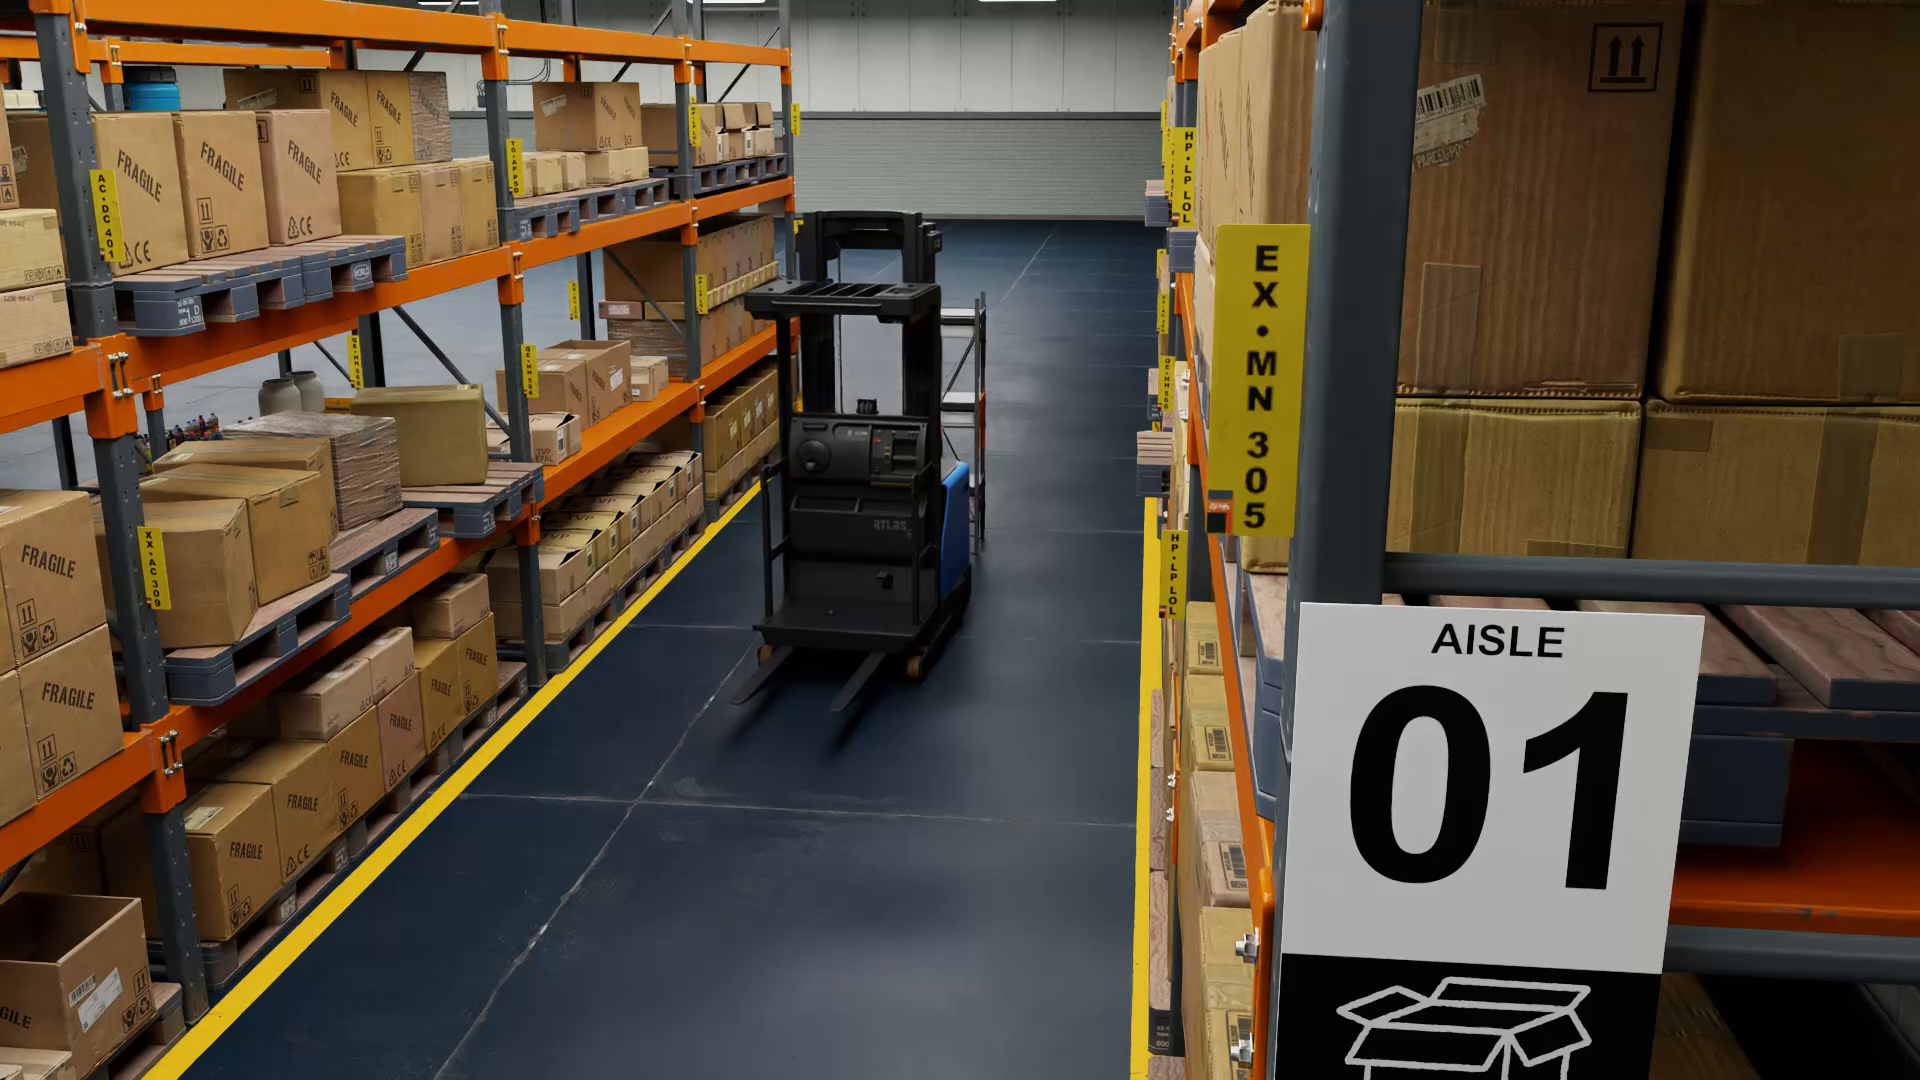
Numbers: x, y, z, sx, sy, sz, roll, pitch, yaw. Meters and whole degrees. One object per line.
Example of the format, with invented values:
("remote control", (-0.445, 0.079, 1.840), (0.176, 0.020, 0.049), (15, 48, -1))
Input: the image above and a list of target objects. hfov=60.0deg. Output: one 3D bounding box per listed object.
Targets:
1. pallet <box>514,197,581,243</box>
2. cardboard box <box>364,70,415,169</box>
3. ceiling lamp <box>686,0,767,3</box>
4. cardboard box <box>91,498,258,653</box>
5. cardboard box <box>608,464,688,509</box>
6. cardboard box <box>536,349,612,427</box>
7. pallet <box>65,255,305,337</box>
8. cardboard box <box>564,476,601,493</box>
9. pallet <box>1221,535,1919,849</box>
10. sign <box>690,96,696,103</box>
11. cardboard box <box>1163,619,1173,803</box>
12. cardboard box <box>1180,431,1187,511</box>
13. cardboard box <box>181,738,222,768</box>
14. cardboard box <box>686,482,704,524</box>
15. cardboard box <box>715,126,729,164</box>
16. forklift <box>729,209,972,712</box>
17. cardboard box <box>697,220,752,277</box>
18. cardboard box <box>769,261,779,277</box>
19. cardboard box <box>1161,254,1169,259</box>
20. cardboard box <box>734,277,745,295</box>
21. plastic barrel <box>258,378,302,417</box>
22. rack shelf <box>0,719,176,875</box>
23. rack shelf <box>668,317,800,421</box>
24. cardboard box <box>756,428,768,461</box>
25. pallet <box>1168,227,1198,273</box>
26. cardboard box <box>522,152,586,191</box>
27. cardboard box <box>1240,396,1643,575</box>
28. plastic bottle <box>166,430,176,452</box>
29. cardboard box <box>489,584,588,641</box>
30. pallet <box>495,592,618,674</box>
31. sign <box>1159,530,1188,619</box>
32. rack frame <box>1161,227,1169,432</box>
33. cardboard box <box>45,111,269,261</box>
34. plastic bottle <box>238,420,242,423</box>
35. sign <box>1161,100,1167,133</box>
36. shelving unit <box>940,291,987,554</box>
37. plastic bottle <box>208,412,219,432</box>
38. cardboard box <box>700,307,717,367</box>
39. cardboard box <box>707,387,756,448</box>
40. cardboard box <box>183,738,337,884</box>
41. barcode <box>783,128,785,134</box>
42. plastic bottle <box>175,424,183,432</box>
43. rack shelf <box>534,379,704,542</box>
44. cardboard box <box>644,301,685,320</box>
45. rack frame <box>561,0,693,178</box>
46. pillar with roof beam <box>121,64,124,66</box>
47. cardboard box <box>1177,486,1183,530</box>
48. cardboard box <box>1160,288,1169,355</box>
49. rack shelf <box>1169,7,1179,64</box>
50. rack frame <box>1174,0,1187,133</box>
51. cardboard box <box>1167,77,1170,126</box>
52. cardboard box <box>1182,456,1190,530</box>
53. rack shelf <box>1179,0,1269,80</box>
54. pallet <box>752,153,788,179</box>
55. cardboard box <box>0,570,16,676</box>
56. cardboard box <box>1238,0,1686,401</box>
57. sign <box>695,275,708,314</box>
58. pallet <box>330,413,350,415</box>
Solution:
("pallet", (-3.184, -2.060, 10.650), (1.213, 0.211, 1.003), (2, 15, 9))
("cardboard box", (-3.285, -2.259, 8.914), (0.500, 0.500, 0.500), (2, 15, 6))
("ceiling lamp", (-5.839, -15.102, 41.592), (2.000, 3.185, 0.800), (2, 15, 6))
("cardboard box", (-3.347, 0.145, 6.882), (0.700, 0.500, 0.500), (-3, 16, -13))
("cardboard box", (-2.533, -0.460, 13.505), (0.500, 0.311, 0.500), (2, 15, 8))
("cardboard box", (-2.939, -1.145, 12.459), (0.500, 0.500, 0.500), (2, 15, 6))
("pallet", (-3.480, -1.012, 6.771), (1.213, 0.211, 1.003), (2, 15, 6))
("cardboard box", (-3.133, -0.345, 13.079), (0.500, 0.311, 0.500), (1, 15, 4))
("pallet", (0.922, 0.097, 2.480), (1.003, 0.211, 1.213), (2, 15, 6))
("sign", (-2.820, -4.526, 17.580), (0.100, 0.325, 0.005), (2, 15, 6))
("cardboard box", (1.432, 0.869, 8.516), (0.750, 0.750, 0.750), (2, 15, 6))
("cardboard box", (1.223, -0.299, 7.286), (0.500, 0.250, 0.500), (2, 15, 7))
("cardboard box", (-3.788, 1.243, 7.766), (0.500, 0.500, 0.500), (2, 15, 6))
("cardboard box", (-2.479, -0.322, 14.068), (0.500, 0.250, 0.500), (2, 15, 6))
("cardboard box", (-2.340, -3.500, 14.712), (0.500, 0.311, 0.500), (1, 15, 3))
("forklift", (-0.718, -0.611, 10.805), (1.130, 2.935, 3.031), (3, 15, 11))
("cardboard box", (-2.450, -2.872, 16.362), (0.700, 0.500, 0.500), (2, 15, 6))
("cardboard box", (-2.123, -2.856, 17.545), (0.380, 0.149, 0.250), (1, 15, 5))
("cardboard box", (2.301, -2.639, 16.988), (0.500, 0.500, 0.500), (2, 15, 6))
("cardboard box", (-2.295, -2.454, 16.057), (0.380, 0.149, 0.250), (1, 15, 5))
("plastic barrel", (-7.245, -1.445, 17.722), (0.421, 0.512, 0.421), (0, 15, 0))
("rack shelf", (-3.848, 1.379, 4.695), (1.077, 0.370, 4.000), (2, 15, 6))
("rack shelf", (-2.494, -1.734, 16.205), (1.077, 0.370, 4.000), (2, 15, 6))
("cardboard box", (-2.193, -0.938, 16.347), (0.500, 0.250, 0.500), (2, 15, 6))
("pallet", (1.731, -1.568, 8.830), (1.213, 0.211, 1.003), (2, 15, 9))
("cardboard box", (-2.997, -2.646, 11.939), (0.500, 0.250, 0.500), (0, 15, 2))
("cardboard box", (0.667, -0.129, 2.439), (0.500, 0.250, 0.500), (2, 15, 8))
("plastic bottle", (-7.692, -0.923, 16.190), (0.061, 0.283, 0.133), (2, 15, 6))
("cardboard box", (-2.821, 0.473, 11.131), (0.500, 0.250, 0.500), (2, 15, 6))
("pallet", (-3.040, 0.609, 11.506), (1.003, 0.211, 1.213), (2, 15, 6))
("sign", (0.759, 0.123, 5.893), (0.100, 0.325, 0.005), (2, 15, 6))
("rack frame", (2.654, -2.455, 17.494), (1.000, 3.000, 0.127), (2, 15, 6))
("cardboard box", (-3.440, -1.537, 7.166), (0.600, 0.600, 0.600), (2, 15, 6))
("plastic bottle", (-7.069, -0.999, 16.342), (0.144, 0.351, 0.185), (2, 15, 6))
("sign", (2.115, -4.341, 17.047), (0.100, 0.325, 0.005), (2, 15, 6))
("shelving unit", (-0.019, -0.971, 13.729), (0.431, 2.100, 0.503), (2, 15, 6))
("plastic bottle", (-7.704, -1.181, 17.167), (0.097, 0.271, 0.097), (0, 15, 0))
("cardboard box", (-2.623, -1.863, 15.113), (0.700, 0.500, 0.500), (2, 15, 6))
("cardboard box", (-2.244, -1.170, 15.769), (0.500, 0.500, 0.500), (2, 15, 6))
("cardboard box", (-3.277, 1.250, 7.739), (0.500, 0.500, 0.500), (2, 15, 7))
("barcode", (-1.824, -4.235, 17.220), (0.001, 0.075, 0.075), (2, 15, 6))
("plastic bottle", (-7.777, -1.013, 16.547), (0.097, 0.271, 0.097), (0, 15, 0))
("rack shelf", (-2.946, -0.696, 12.369), (1.077, 0.370, 4.000), (2, 15, 6))
("cardboard box", (-2.497, -1.988, 14.332), (0.380, 0.149, 0.250), (2, 15, 6))
("rack frame", (-2.720, -4.458, 13.410), (1.000, 3.000, 0.127), (2, 15, 6))
("pillar with roof beam", (-20.202, -13.726, 47.682), (9.100, 9.000, 0.548), (2, 15, 6))
("cardboard box", (1.214, 0.066, 7.371), (0.500, 0.500, 0.500), (2, 15, 6))
("cardboard box", (1.948, -1.848, 14.063), (0.500, 0.500, 0.500), (2, 15, 6))
("rack shelf", (2.428, -4.483, 14.887), (1.077, 0.370, 4.000), (2, 15, 6))
("rack frame", (2.202, -4.313, 12.874), (1.000, 3.000, 0.127), (2, 15, 6))
("cardboard box", (2.089, -3.822, 14.658), (0.500, 0.500, 0.500), (1, 15, 4))
("cardboard box", (1.165, -0.167, 6.797), (0.500, 0.250, 0.500), (2, 15, 7))
("rack shelf", (1.525, -2.217, 7.265), (1.077, 0.370, 4.000), (2, 15, 6))
("pallet", (-2.374, -3.822, 16.974), (1.003, 0.211, 1.213), (2, 15, 6))
("cardboard box", (-3.478, 0.253, 5.371), (0.500, 0.500, 0.500), (1, 15, 5))
("cardboard box", (0.660, -0.491, 2.341), (0.500, 0.500, 0.500), (2, 15, 6))
("sign", (-2.180, -2.070, 14.003), (0.100, 0.325, 0.005), (2, 15, 6))
("pallet", (-7.249, -1.169, 18.080), (1.003, 0.211, 1.213), (2, 15, 6))
